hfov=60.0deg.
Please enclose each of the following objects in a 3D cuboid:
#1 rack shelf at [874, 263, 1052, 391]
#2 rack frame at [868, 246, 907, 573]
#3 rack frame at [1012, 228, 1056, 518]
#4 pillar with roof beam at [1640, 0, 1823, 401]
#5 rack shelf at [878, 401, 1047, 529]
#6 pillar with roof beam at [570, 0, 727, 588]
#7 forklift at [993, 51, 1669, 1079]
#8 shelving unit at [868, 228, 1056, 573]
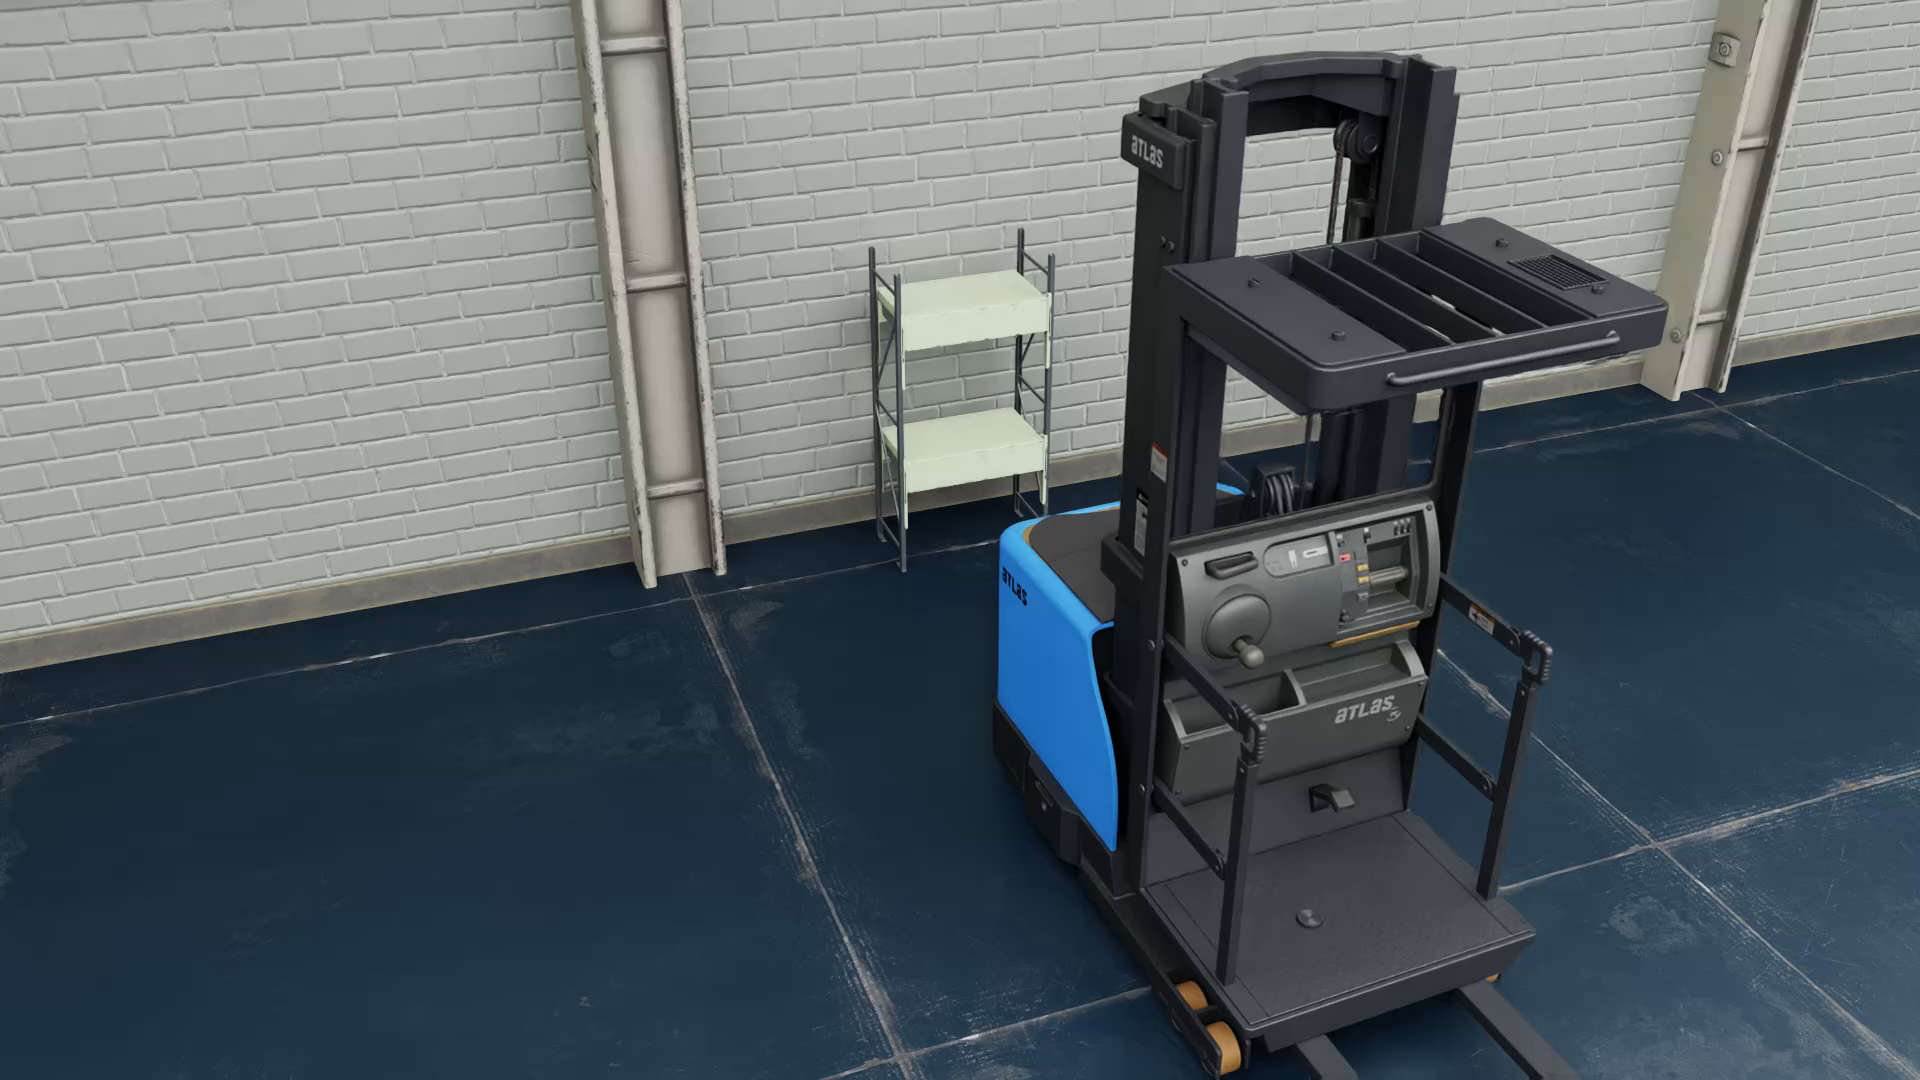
[{"bbox_3d":[0.006,-0.992,7.688,0.720,0.370,0.431,-10,31,-18],"label":"rack shelf"},{"bbox_3d":[-0.337,-0.590,7.770,0.023,1.500,0.400,-10,31,-18],"label":"rack frame"},{"bbox_3d":[0.349,-0.716,7.992,0.023,1.500,0.400,-10,31,-18],"label":"rack frame"},{"bbox_3d":[5.771,-2.825,4.117,0.400,9.000,9.100,-10,31,-18],"label":"pillar with roof beam"},{"bbox_3d":[0.006,-0.370,8.042,0.720,0.370,0.431,-10,31,-18],"label":"rack shelf"},{"bbox_3d":[0.147,-1.789,2.299,0.400,9.000,9.100,-10,31,-18],"label":"pillar with roof beam"},{"bbox_3d":[1.170,0.182,4.970,1.130,2.935,3.031,-12,32,-20],"label":"forklift"},{"bbox_3d":[0.006,-0.653,7.881,0.755,1.500,0.431,-10,31,-18],"label":"shelving unit"}]
